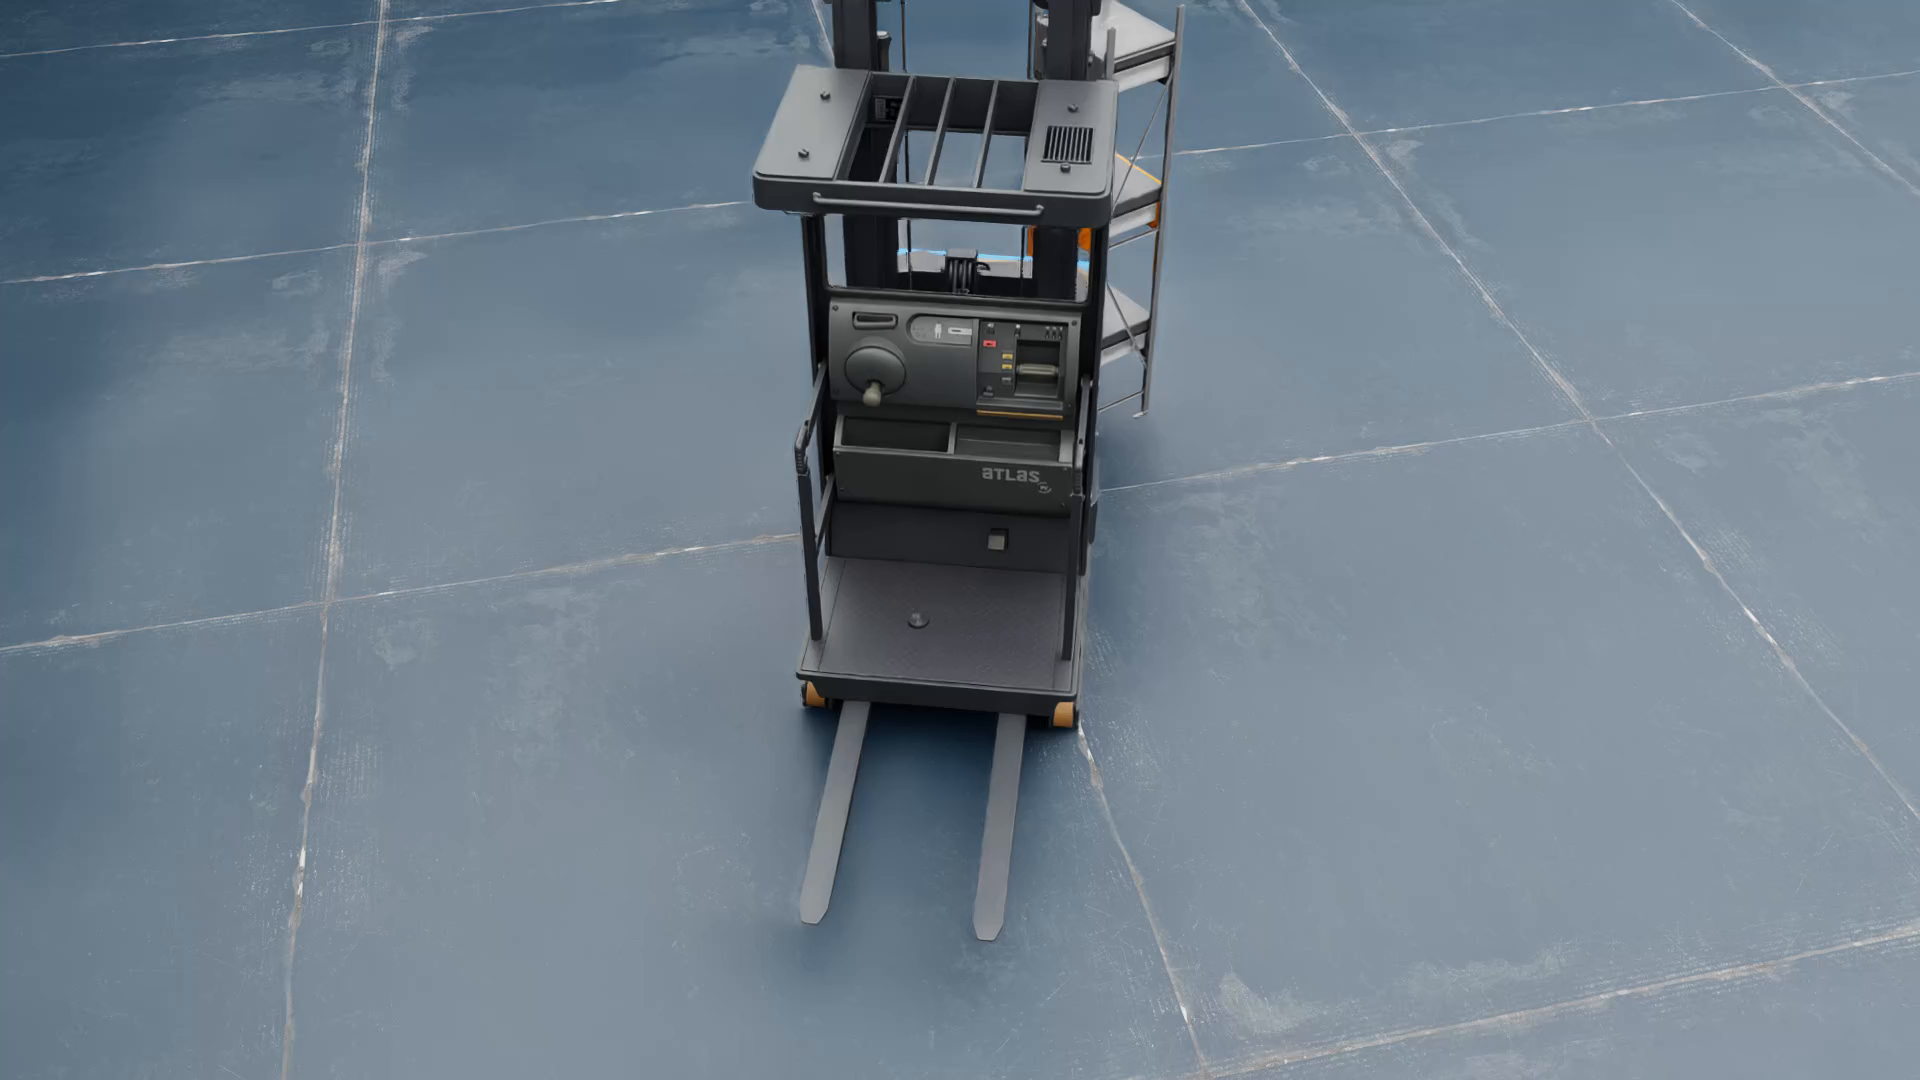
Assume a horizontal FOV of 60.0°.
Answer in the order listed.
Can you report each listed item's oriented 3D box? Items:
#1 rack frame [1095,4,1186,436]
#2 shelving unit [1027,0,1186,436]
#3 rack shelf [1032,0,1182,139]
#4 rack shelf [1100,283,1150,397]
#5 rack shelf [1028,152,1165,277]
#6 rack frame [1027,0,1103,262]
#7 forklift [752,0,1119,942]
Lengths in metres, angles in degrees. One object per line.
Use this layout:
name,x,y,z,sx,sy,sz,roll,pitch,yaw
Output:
rack frame,0.762,-1.344,7.463,0.400,2.100,0.015,-25,47,-25
shelving unit,0.624,-1.477,7.614,0.431,2.100,0.503,-25,47,-25
rack shelf,0.623,-1.990,7.158,0.431,0.518,0.480,-25,47,-25
rack shelf,0.624,-0.943,8.087,0.431,0.518,0.480,-25,47,-25
rack shelf,0.624,-1.467,7.623,0.431,0.518,0.480,-25,47,-25
rack frame,0.485,-1.610,7.764,0.400,2.100,0.015,-25,47,-25
forklift,-0.045,-0.588,5.986,1.130,2.935,3.031,4,42,5
